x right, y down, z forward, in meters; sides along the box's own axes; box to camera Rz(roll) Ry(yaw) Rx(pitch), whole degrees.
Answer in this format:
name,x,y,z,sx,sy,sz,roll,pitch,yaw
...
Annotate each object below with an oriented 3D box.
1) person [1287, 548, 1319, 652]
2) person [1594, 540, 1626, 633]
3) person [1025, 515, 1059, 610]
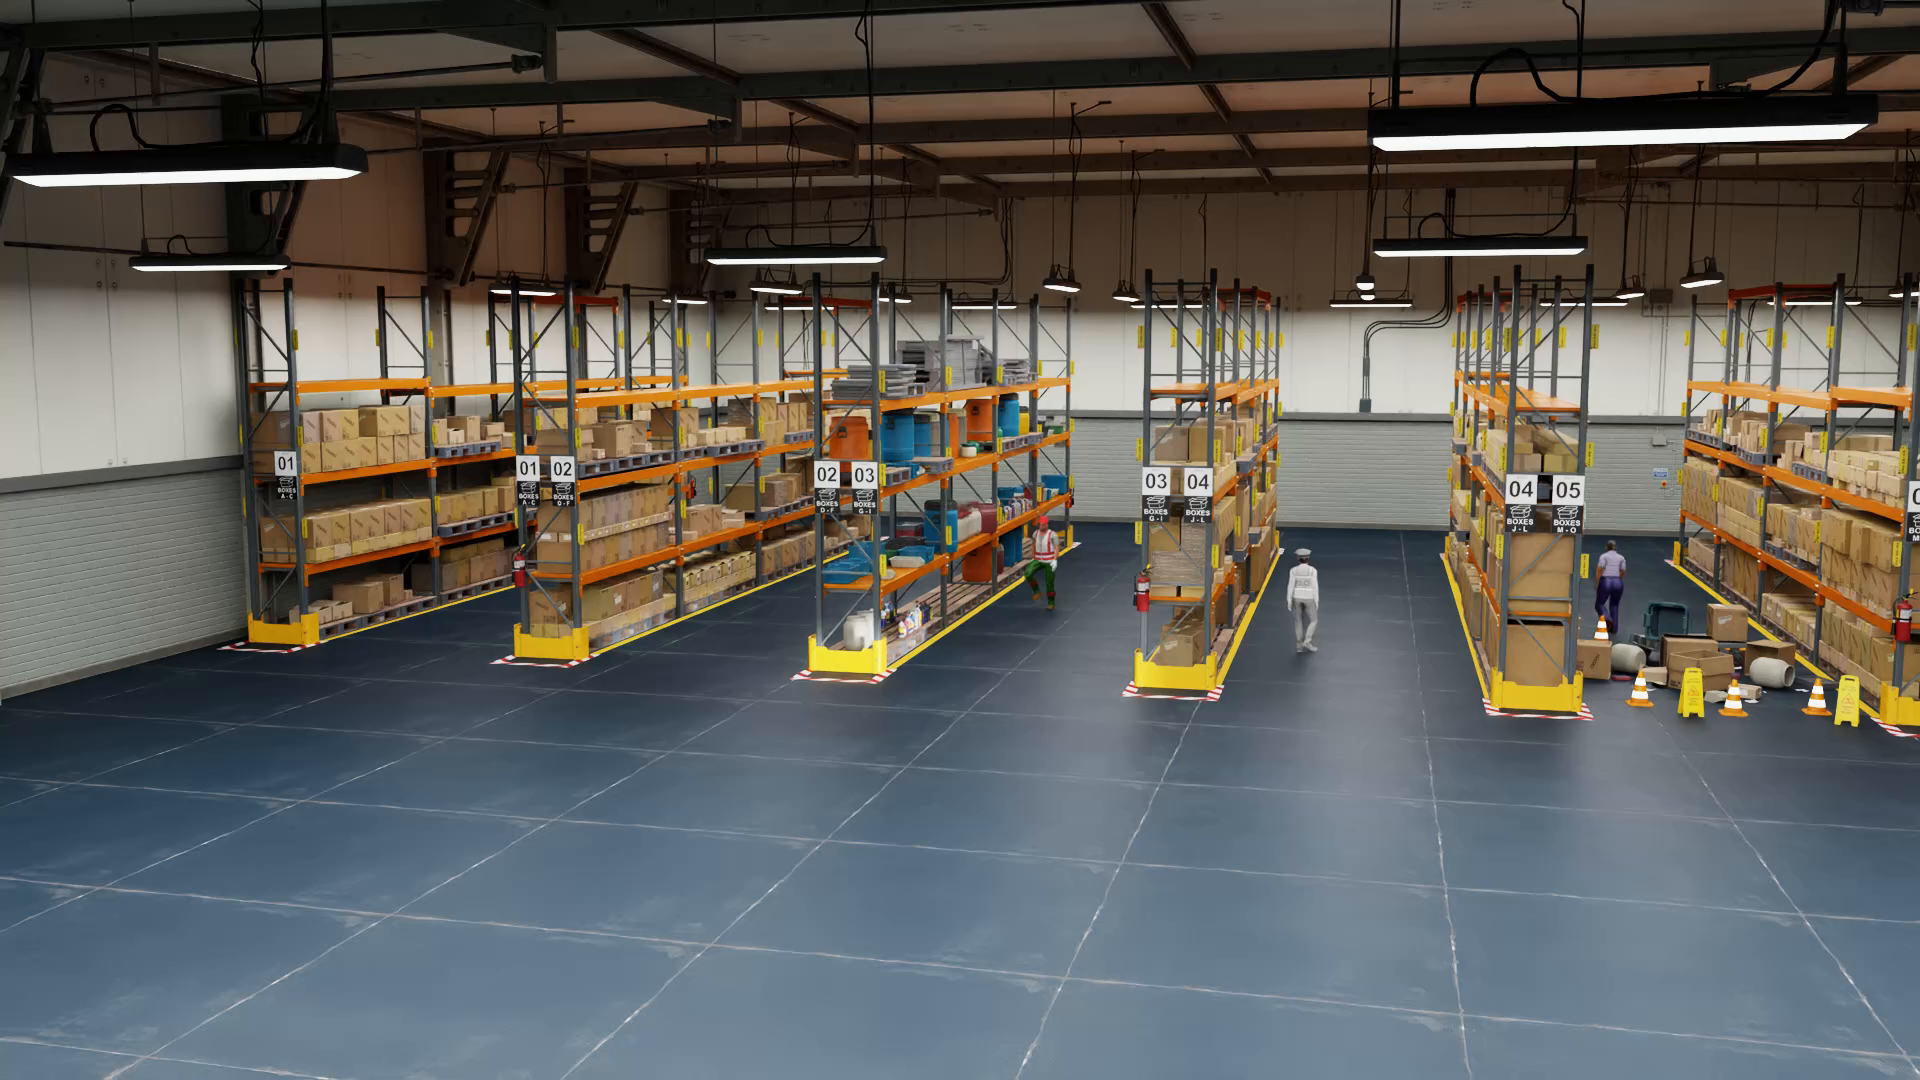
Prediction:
name,x,y,z,sx,sy,sz,roll,pitch,yaw
person,5.499,0.986,26.672,0.516,1.675,0.513,2,7,19
person,11.170,0.808,28.537,0.548,1.590,0.661,0,7,0
person,1.527,0.429,30.685,0.621,1.770,0.665,4,8,28
